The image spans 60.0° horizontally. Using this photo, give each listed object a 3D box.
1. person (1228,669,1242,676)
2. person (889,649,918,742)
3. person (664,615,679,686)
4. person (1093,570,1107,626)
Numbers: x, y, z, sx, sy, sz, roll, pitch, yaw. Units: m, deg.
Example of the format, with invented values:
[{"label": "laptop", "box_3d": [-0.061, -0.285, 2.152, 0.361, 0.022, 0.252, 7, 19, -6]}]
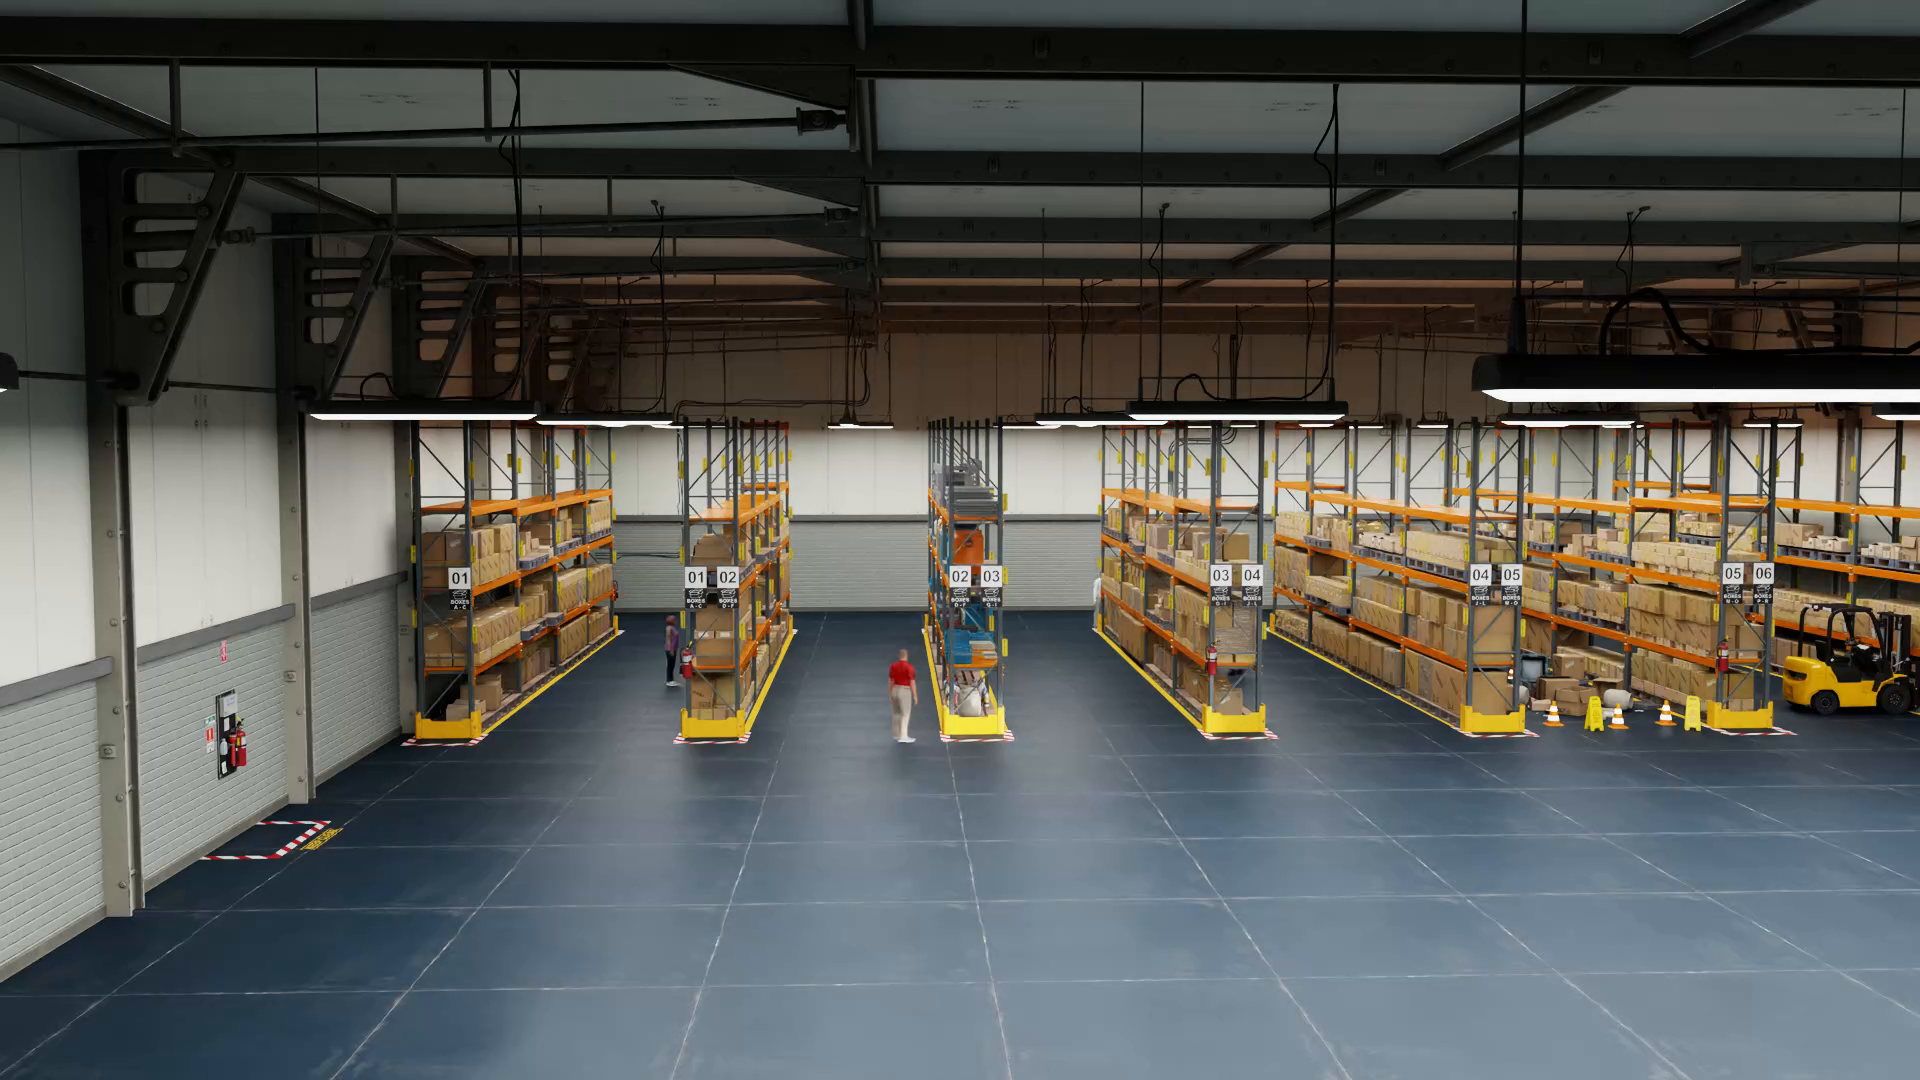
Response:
[{"label": "person", "box_3d": [6.499, 2.363, 39.069, 0.387, 1.657, 0.503, 2, 4, 26]}, {"label": "person", "box_3d": [-1.025, 2.870, 30.714, 0.439, 1.742, 0.604, -3, 5, -39]}, {"label": "person", "box_3d": [-6.493, 2.485, 37.400, 0.352, 1.603, 0.467, 1, 4, 13]}, {"label": "person", "box_3d": [4.169, 1.716, 48.756, 0.546, 1.658, 0.371, -2, 4, -31]}]
